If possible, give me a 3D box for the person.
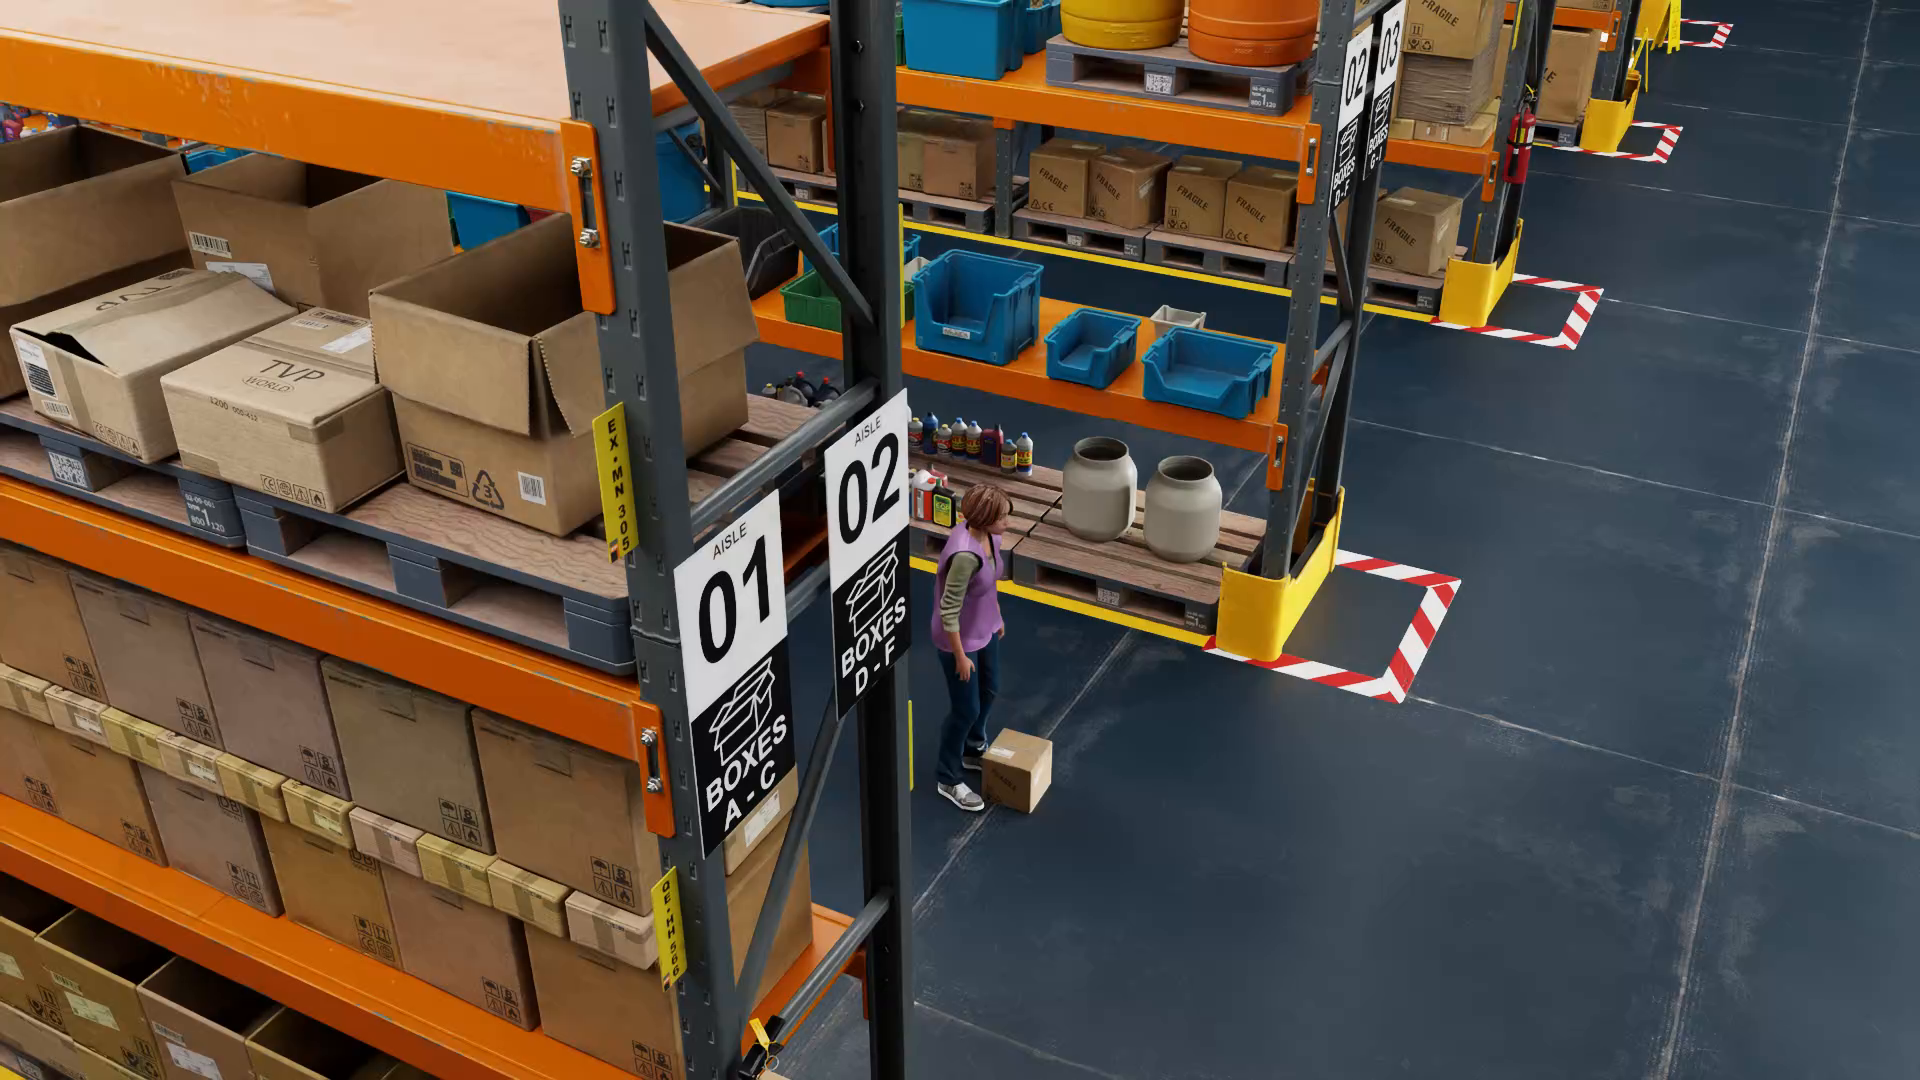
[{"bbox_3d":[0.053,0.446,7.531,0.340,1.594,0.483,13,33,21],"label":"person"}]
